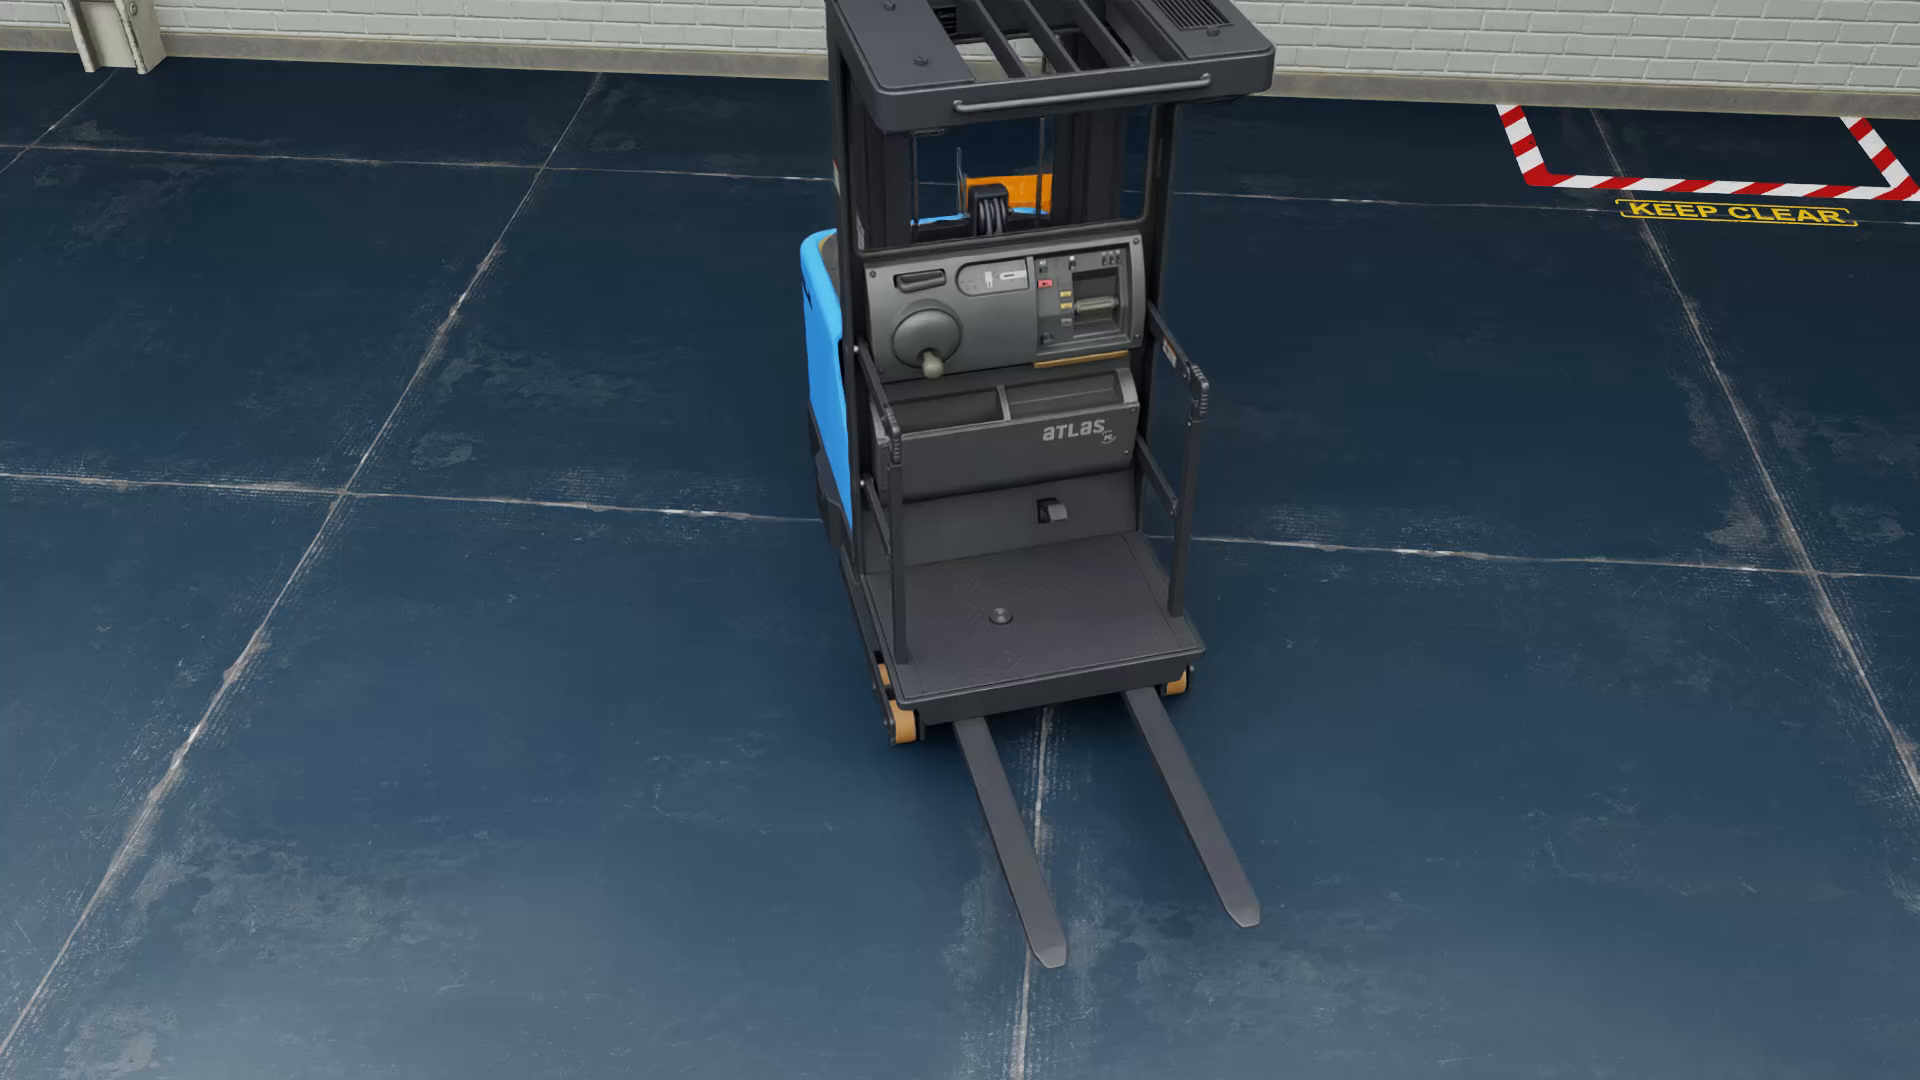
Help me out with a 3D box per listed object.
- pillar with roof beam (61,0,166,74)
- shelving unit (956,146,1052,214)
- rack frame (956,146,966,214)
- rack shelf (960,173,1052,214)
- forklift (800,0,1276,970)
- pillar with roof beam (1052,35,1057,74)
[{"bbox_3d":[-5.593,-3.775,4.260,0.400,9.000,9.100,3,39,4],"label":"pillar with roof beam"},{"bbox_3d":[0.247,-1.099,7.149,0.503,1.200,0.258,-4,39,-5],"label":"shelving unit"},{"bbox_3d":[0.005,-1.080,7.127,0.015,1.200,0.240,-4,39,-5],"label":"rack frame"},{"bbox_3d":[0.247,-1.404,6.901,0.480,0.148,0.258,-4,39,-5],"label":"rack shelf"},{"bbox_3d":[0.210,-0.689,5.274,1.130,2.935,3.031,-9,40,-11],"label":"forklift"},{"bbox_3d":[0.385,-3.448,3.858,0.400,9.000,9.100,3,39,4],"label":"pillar with roof beam"}]
